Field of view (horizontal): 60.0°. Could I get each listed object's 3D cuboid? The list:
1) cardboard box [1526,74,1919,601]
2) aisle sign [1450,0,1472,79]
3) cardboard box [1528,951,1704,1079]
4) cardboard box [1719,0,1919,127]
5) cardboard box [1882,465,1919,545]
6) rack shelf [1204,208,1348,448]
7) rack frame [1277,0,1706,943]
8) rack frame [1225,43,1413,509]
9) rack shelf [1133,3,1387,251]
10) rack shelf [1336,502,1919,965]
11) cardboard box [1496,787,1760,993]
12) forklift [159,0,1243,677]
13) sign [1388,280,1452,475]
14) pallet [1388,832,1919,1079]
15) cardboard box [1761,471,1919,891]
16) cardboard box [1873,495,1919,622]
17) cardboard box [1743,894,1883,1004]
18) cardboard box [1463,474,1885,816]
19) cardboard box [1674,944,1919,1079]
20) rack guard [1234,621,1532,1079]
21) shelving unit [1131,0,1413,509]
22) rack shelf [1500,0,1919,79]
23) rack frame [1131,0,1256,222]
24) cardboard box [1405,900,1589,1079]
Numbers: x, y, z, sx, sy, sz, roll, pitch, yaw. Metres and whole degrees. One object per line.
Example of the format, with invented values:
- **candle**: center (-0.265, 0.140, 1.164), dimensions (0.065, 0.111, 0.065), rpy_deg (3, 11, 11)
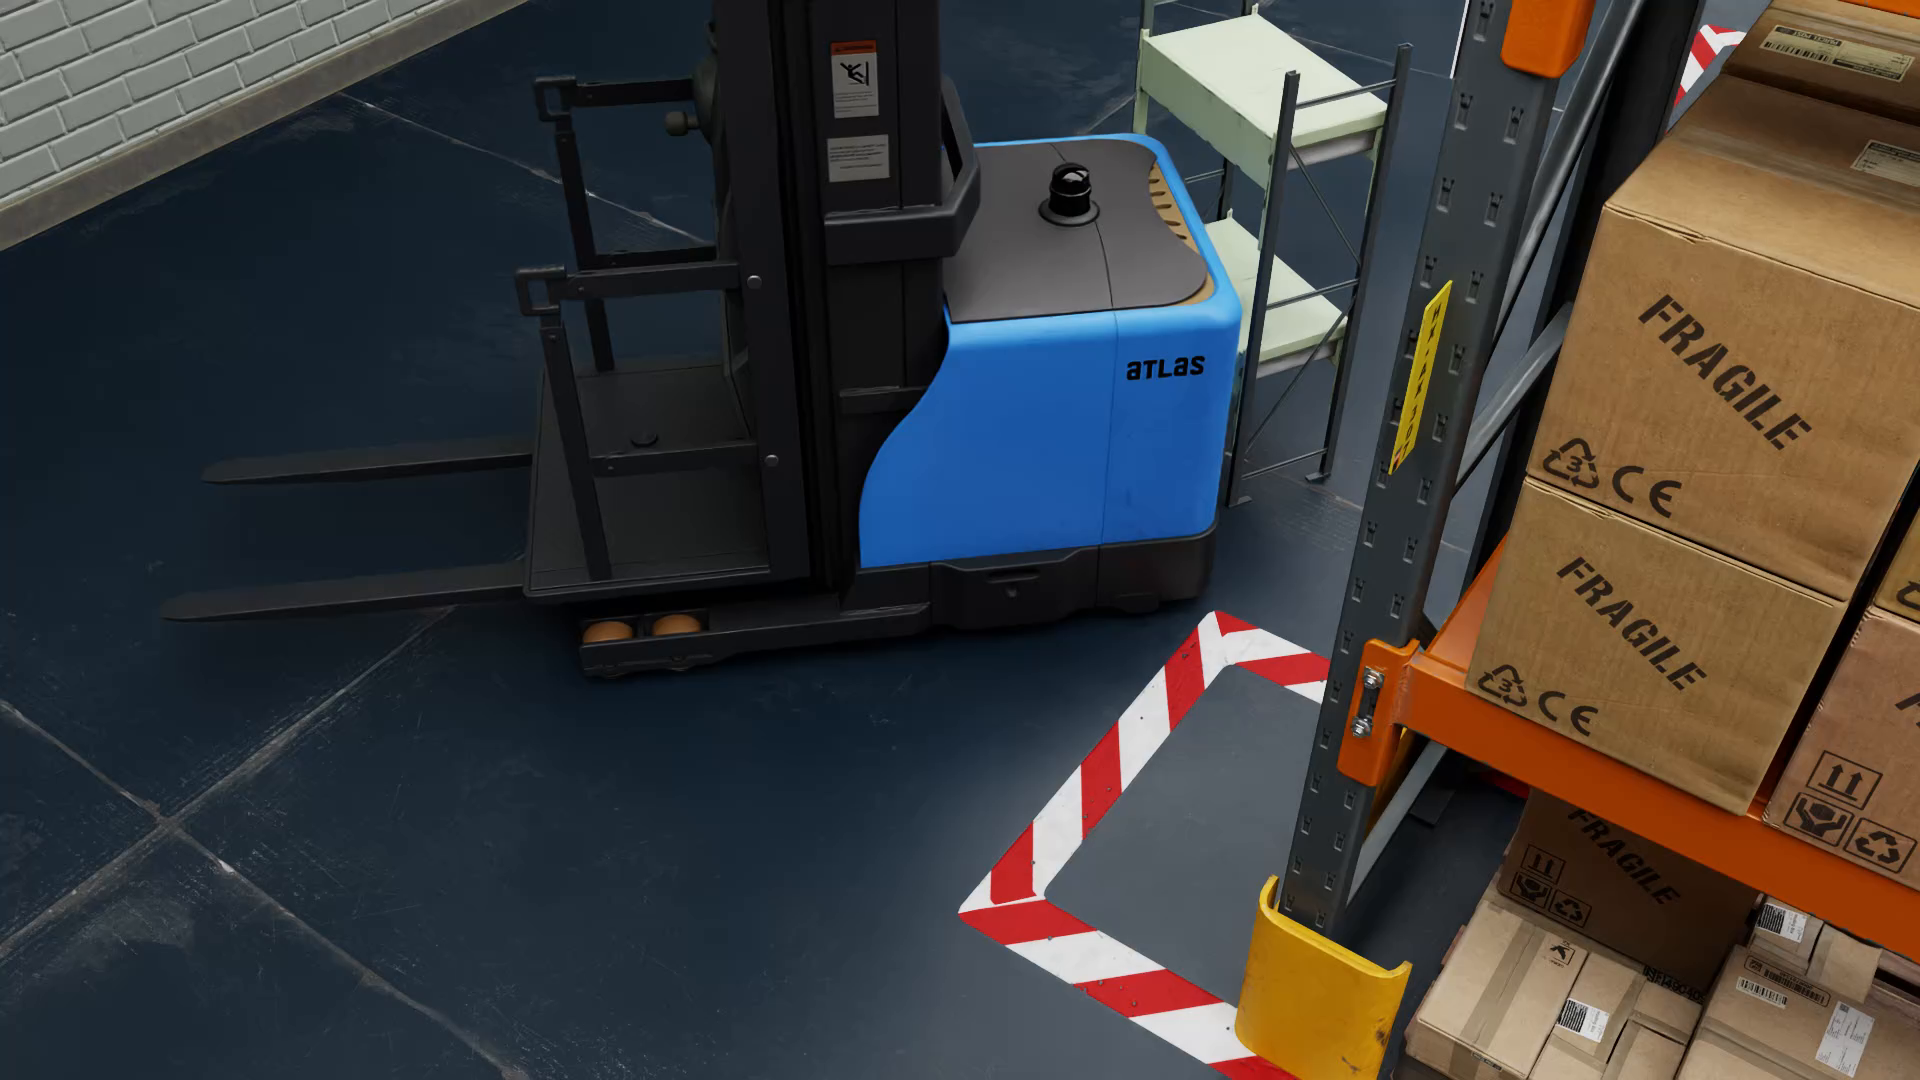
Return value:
- **cardboard box**: center (1.252, -0.323, 2.537), dimensions (0.500, 0.500, 0.500), rpy_deg (27, 48, 27)
- **aisle sign**: center (0.816, -1.062, 2.237), dimensions (0.004, 0.787, 0.394), rpy_deg (25, 48, 25)
- **cardboard box**: center (1.391, 1.109, 3.556), dimensions (0.250, 0.166, 0.380), rpy_deg (25, 48, 25)
- **cardboard box**: center (1.563, -0.617, 2.865), dimensions (0.500, 0.500, 0.500), rpy_deg (25, 47, 25)
- **cardboard box**: center (1.990, -0.045, 2.975), dimensions (0.500, 0.500, 0.500), rpy_deg (25, 48, 26)
- **rack shelf**: center (0.881, -0.701, 5.397), dimensions (0.431, 0.370, 0.720), rpy_deg (-18, 45, -19)
- **rack frame**: center (1.040, -0.227, 3.254), dimensions (0.127, 3.000, 1.000), rpy_deg (25, 48, 25)
- **rack frame**: center (1.041, -0.724, 4.935), dimensions (0.400, 1.500, 0.023), rpy_deg (-18, 45, -19)
- **rack shelf**: center (0.881, -1.235, 4.920), dimensions (0.431, 0.370, 0.720), rpy_deg (-18, 45, -19)
- **rack shelf**: center (2.678, 0.807, 2.638), dimensions (4.000, 0.370, 1.077), rpy_deg (25, 48, 25)
- **cardboard box**: center (1.627, 0.614, 3.859), dimensions (0.500, 0.500, 0.500), rpy_deg (25, 48, 25)
- **forklift**: center (-0.801, -1.074, 4.252), dimensions (3.031, 2.935, 1.130), rpy_deg (-6, 42, -6)
- **sign**: center (0.729, -0.253, 2.634), dimensions (0.005, 0.325, 0.100), rpy_deg (25, 48, 25)
- **pallet**: center (1.756, 1.146, 3.811), dimensions (1.213, 0.211, 1.003), rpy_deg (25, 48, 25)
- **cardboard box**: center (1.678, 0.244, 2.653), dimensions (0.500, 0.500, 0.500), rpy_deg (25, 47, 25)
- **cardboard box**: center (1.685, -0.127, 2.318), dimensions (0.500, 0.500, 0.500), rpy_deg (26, 48, 26)
- **cardboard box**: center (1.907, 0.943, 3.742), dimensions (0.250, 0.166, 0.380), rpy_deg (25, 48, 25)
- **cardboard box**: center (1.252, 0.050, 2.870), dimensions (0.500, 0.500, 0.500), rpy_deg (26, 48, 26)
- **cardboard box**: center (1.732, 1.188, 3.405), dimensions (0.500, 0.250, 0.500), rpy_deg (25, 48, 25)
- **rack guard**: center (1.103, 0.734, 4.055), dimensions (0.348, 0.500, 1.175), rpy_deg (25, 48, 25)
- **shelving unit**: center (0.881, -0.944, 5.180), dimensions (0.431, 1.500, 0.755), rpy_deg (-18, 45, -19)
- **rack shelf**: center (2.678, -0.311, 1.638), dimensions (4.000, 0.370, 1.077), rpy_deg (25, 48, 25)
- **rack frame**: center (0.721, -1.163, 5.425), dimensions (0.400, 1.500, 0.023), rpy_deg (-18, 45, -19)
- **cardboard box**: center (1.186, 1.019, 3.669), dimensions (0.250, 0.149, 0.380), rpy_deg (25, 48, 25)
